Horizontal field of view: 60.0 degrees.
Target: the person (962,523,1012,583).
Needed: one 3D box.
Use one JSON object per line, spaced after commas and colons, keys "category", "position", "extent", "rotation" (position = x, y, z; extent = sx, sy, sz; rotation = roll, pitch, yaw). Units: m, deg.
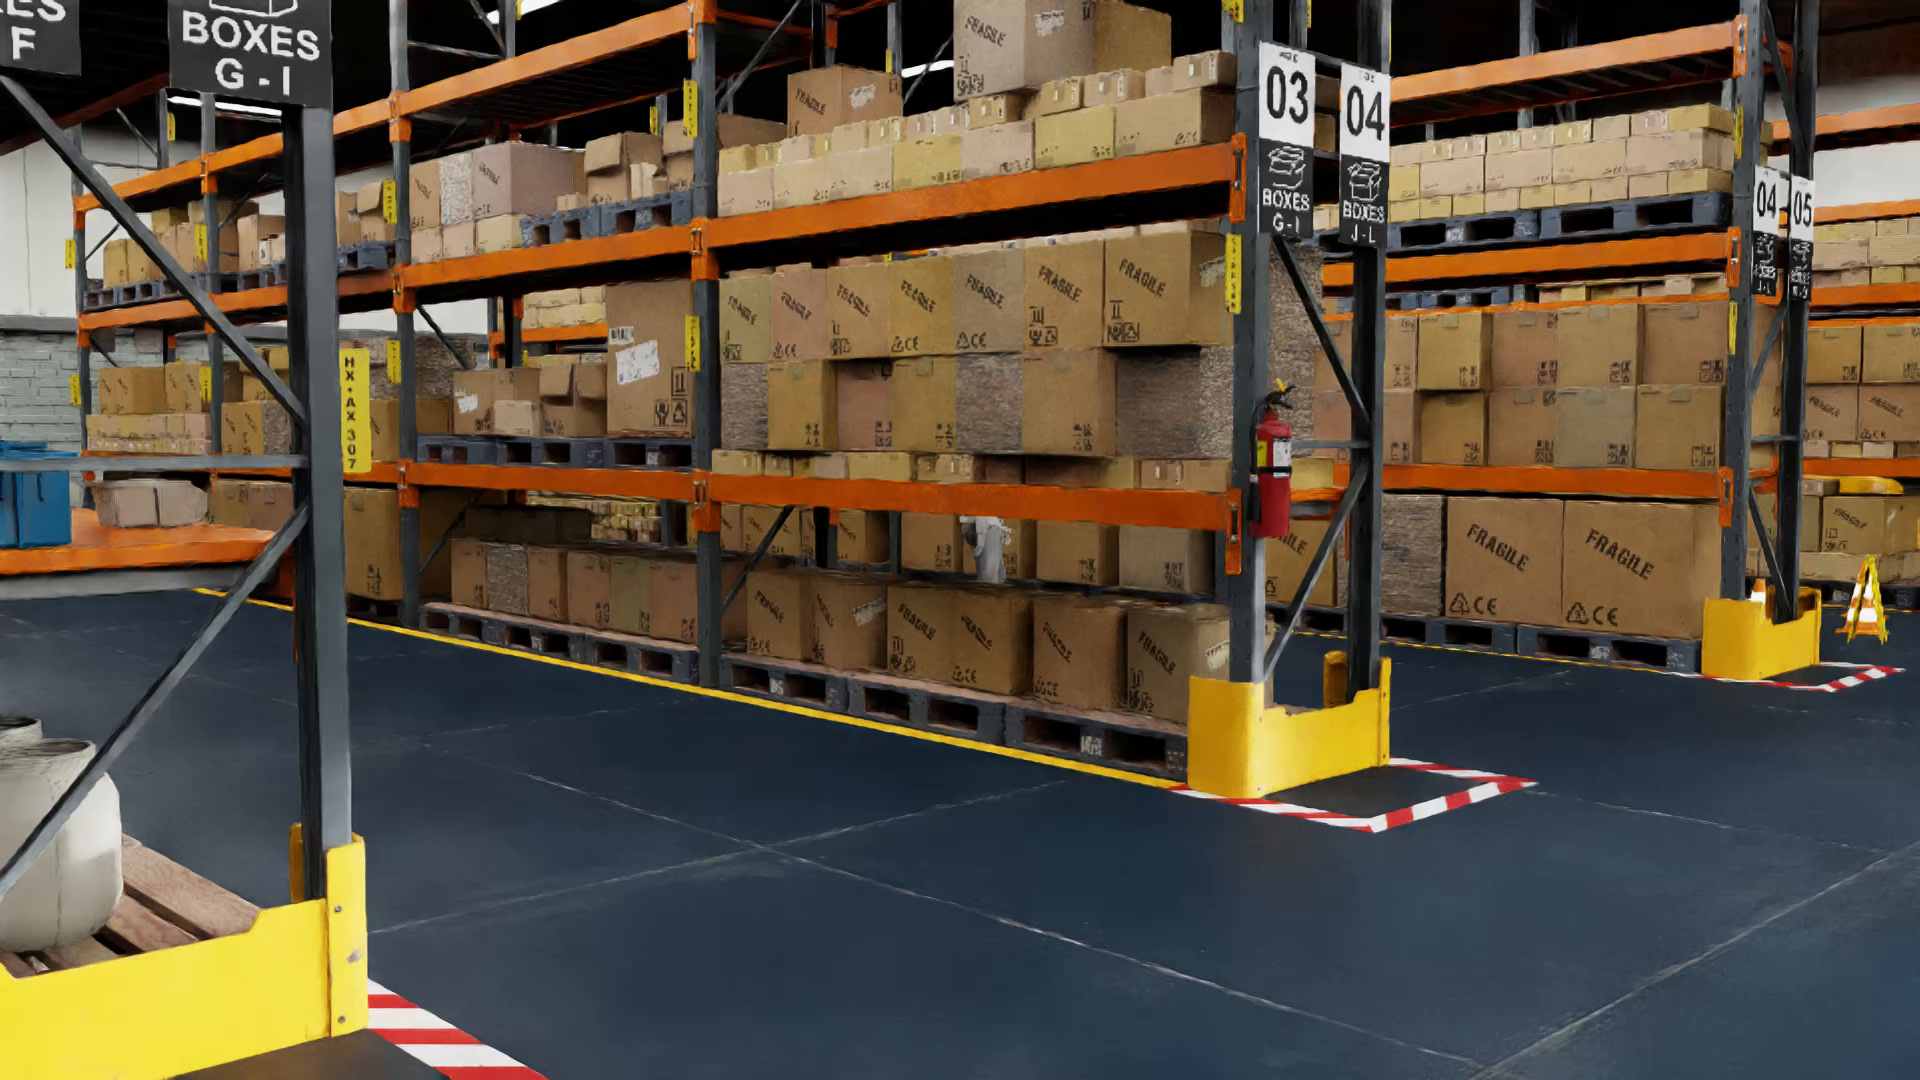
{"category": "person", "position": [0.199, -0.099, 11.835], "extent": [0.475, 1.585, 0.540], "rotation": [-1, 4, -15]}
